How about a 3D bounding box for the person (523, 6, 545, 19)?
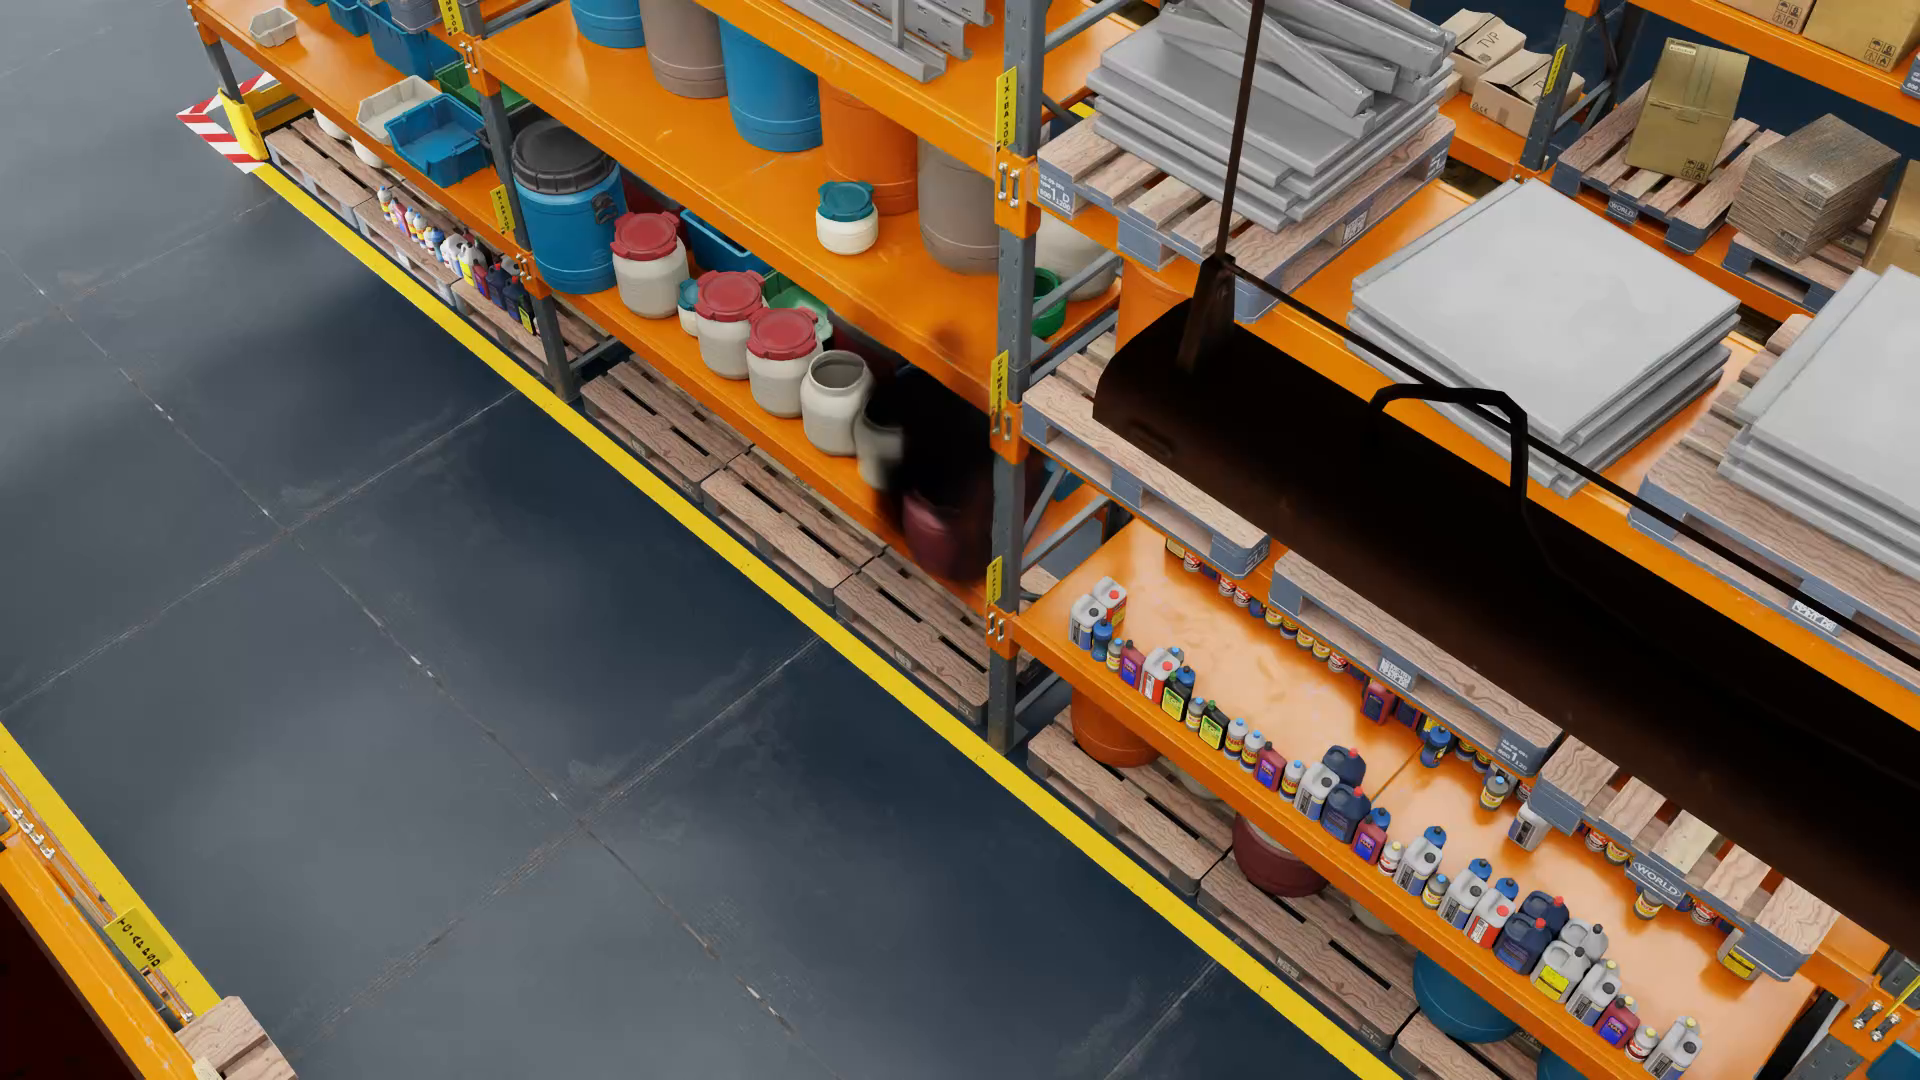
[{"bbox_3d":[-3.325,-4.260,12.945,0.684,1.611,0.507,27,55,21],"label":"person"}]
